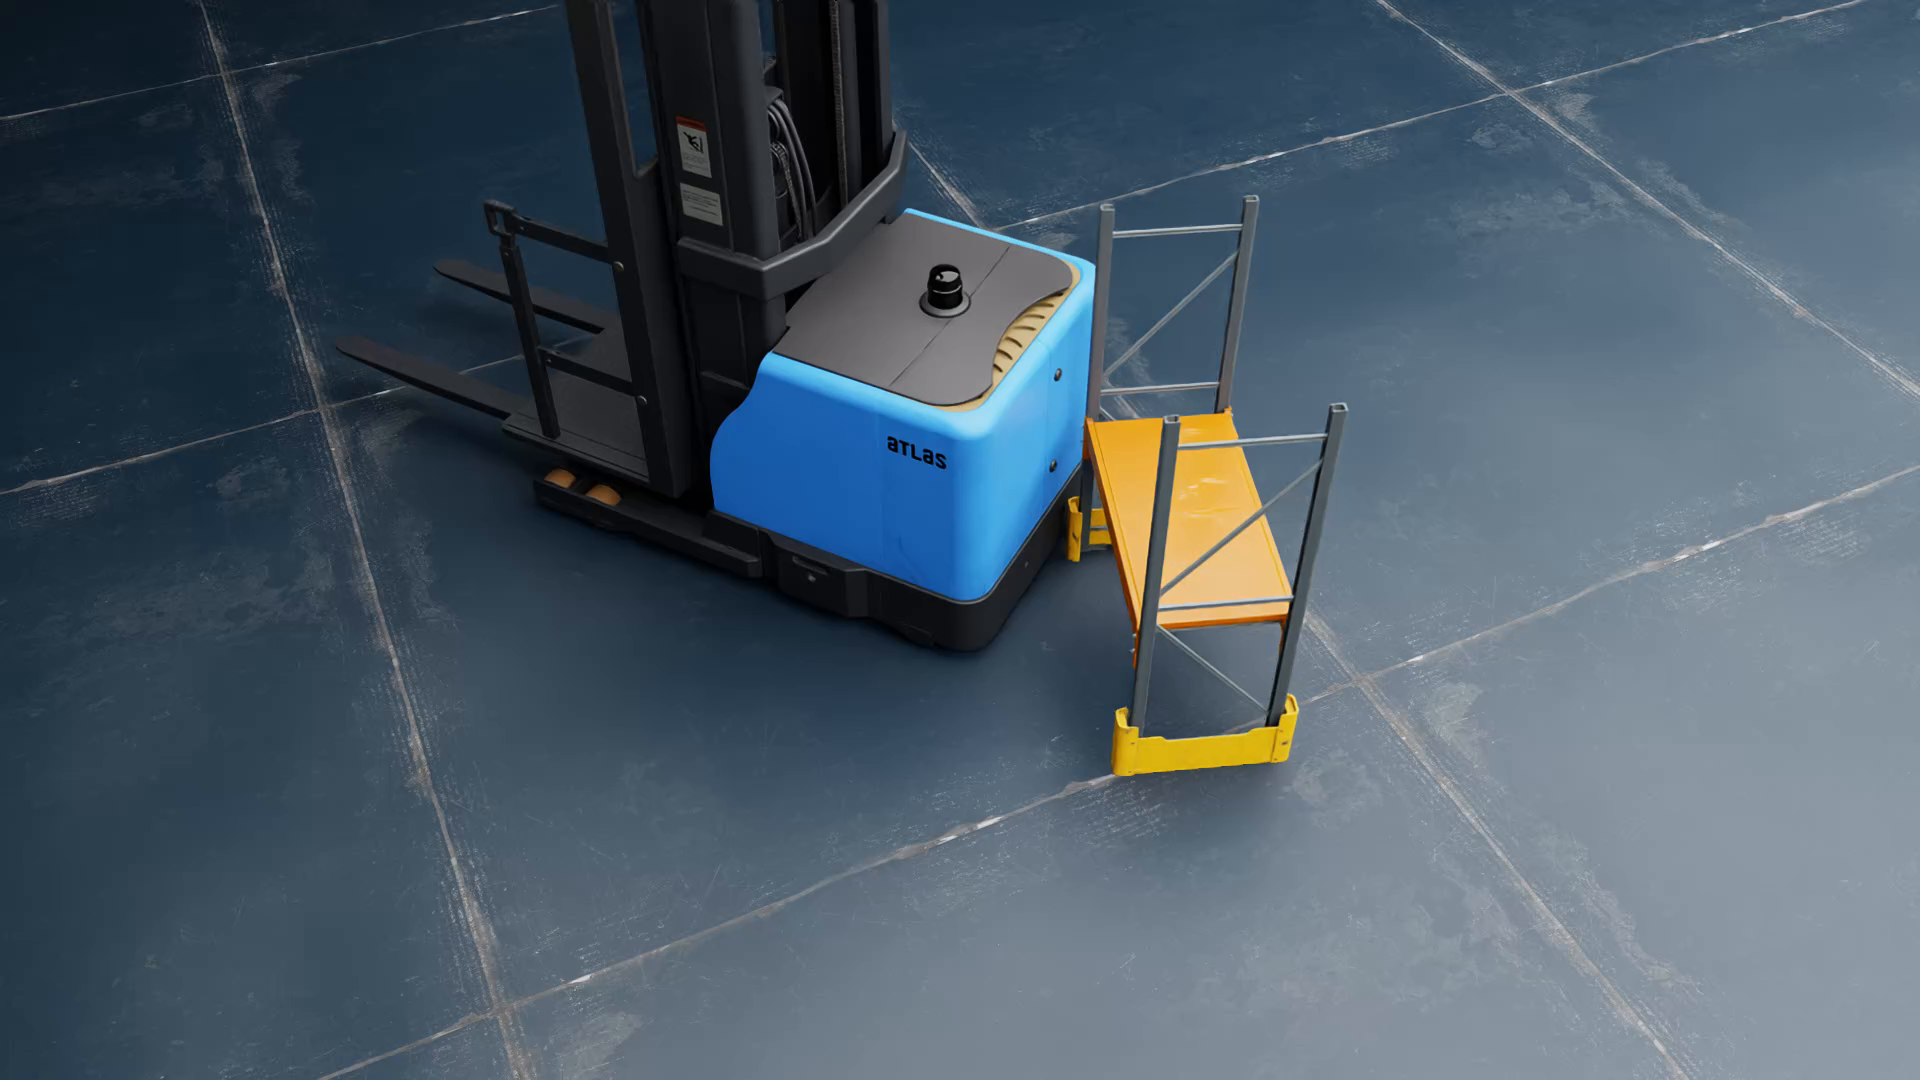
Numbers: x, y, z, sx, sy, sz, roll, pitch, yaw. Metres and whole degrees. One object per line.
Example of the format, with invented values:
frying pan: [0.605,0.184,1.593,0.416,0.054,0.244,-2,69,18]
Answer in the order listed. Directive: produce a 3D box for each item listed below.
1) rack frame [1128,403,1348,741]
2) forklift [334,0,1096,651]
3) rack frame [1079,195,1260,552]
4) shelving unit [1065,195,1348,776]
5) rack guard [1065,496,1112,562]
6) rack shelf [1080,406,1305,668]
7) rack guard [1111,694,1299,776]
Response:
rack frame: [0.794,0.193,4.986,0.500,1.500,0.032,-4,45,-4]
forklift: [-1.041,-1.396,5.578,3.031,2.935,1.130,20,48,19]
rack frame: [0.685,-0.517,5.706,0.500,1.500,0.032,-4,45,-4]
shelving unit: [0.740,-0.155,5.339,0.587,1.500,1.083,-4,45,-4]
rack guard: [0.687,-0.058,6.131,0.587,0.250,0.087,-4,45,-4]
rack shelf: [0.739,-0.034,5.472,0.538,0.185,1.000,-4,45,-4]
rack guard: [0.794,0.637,5.426,0.587,0.250,0.087,-4,45,-4]
